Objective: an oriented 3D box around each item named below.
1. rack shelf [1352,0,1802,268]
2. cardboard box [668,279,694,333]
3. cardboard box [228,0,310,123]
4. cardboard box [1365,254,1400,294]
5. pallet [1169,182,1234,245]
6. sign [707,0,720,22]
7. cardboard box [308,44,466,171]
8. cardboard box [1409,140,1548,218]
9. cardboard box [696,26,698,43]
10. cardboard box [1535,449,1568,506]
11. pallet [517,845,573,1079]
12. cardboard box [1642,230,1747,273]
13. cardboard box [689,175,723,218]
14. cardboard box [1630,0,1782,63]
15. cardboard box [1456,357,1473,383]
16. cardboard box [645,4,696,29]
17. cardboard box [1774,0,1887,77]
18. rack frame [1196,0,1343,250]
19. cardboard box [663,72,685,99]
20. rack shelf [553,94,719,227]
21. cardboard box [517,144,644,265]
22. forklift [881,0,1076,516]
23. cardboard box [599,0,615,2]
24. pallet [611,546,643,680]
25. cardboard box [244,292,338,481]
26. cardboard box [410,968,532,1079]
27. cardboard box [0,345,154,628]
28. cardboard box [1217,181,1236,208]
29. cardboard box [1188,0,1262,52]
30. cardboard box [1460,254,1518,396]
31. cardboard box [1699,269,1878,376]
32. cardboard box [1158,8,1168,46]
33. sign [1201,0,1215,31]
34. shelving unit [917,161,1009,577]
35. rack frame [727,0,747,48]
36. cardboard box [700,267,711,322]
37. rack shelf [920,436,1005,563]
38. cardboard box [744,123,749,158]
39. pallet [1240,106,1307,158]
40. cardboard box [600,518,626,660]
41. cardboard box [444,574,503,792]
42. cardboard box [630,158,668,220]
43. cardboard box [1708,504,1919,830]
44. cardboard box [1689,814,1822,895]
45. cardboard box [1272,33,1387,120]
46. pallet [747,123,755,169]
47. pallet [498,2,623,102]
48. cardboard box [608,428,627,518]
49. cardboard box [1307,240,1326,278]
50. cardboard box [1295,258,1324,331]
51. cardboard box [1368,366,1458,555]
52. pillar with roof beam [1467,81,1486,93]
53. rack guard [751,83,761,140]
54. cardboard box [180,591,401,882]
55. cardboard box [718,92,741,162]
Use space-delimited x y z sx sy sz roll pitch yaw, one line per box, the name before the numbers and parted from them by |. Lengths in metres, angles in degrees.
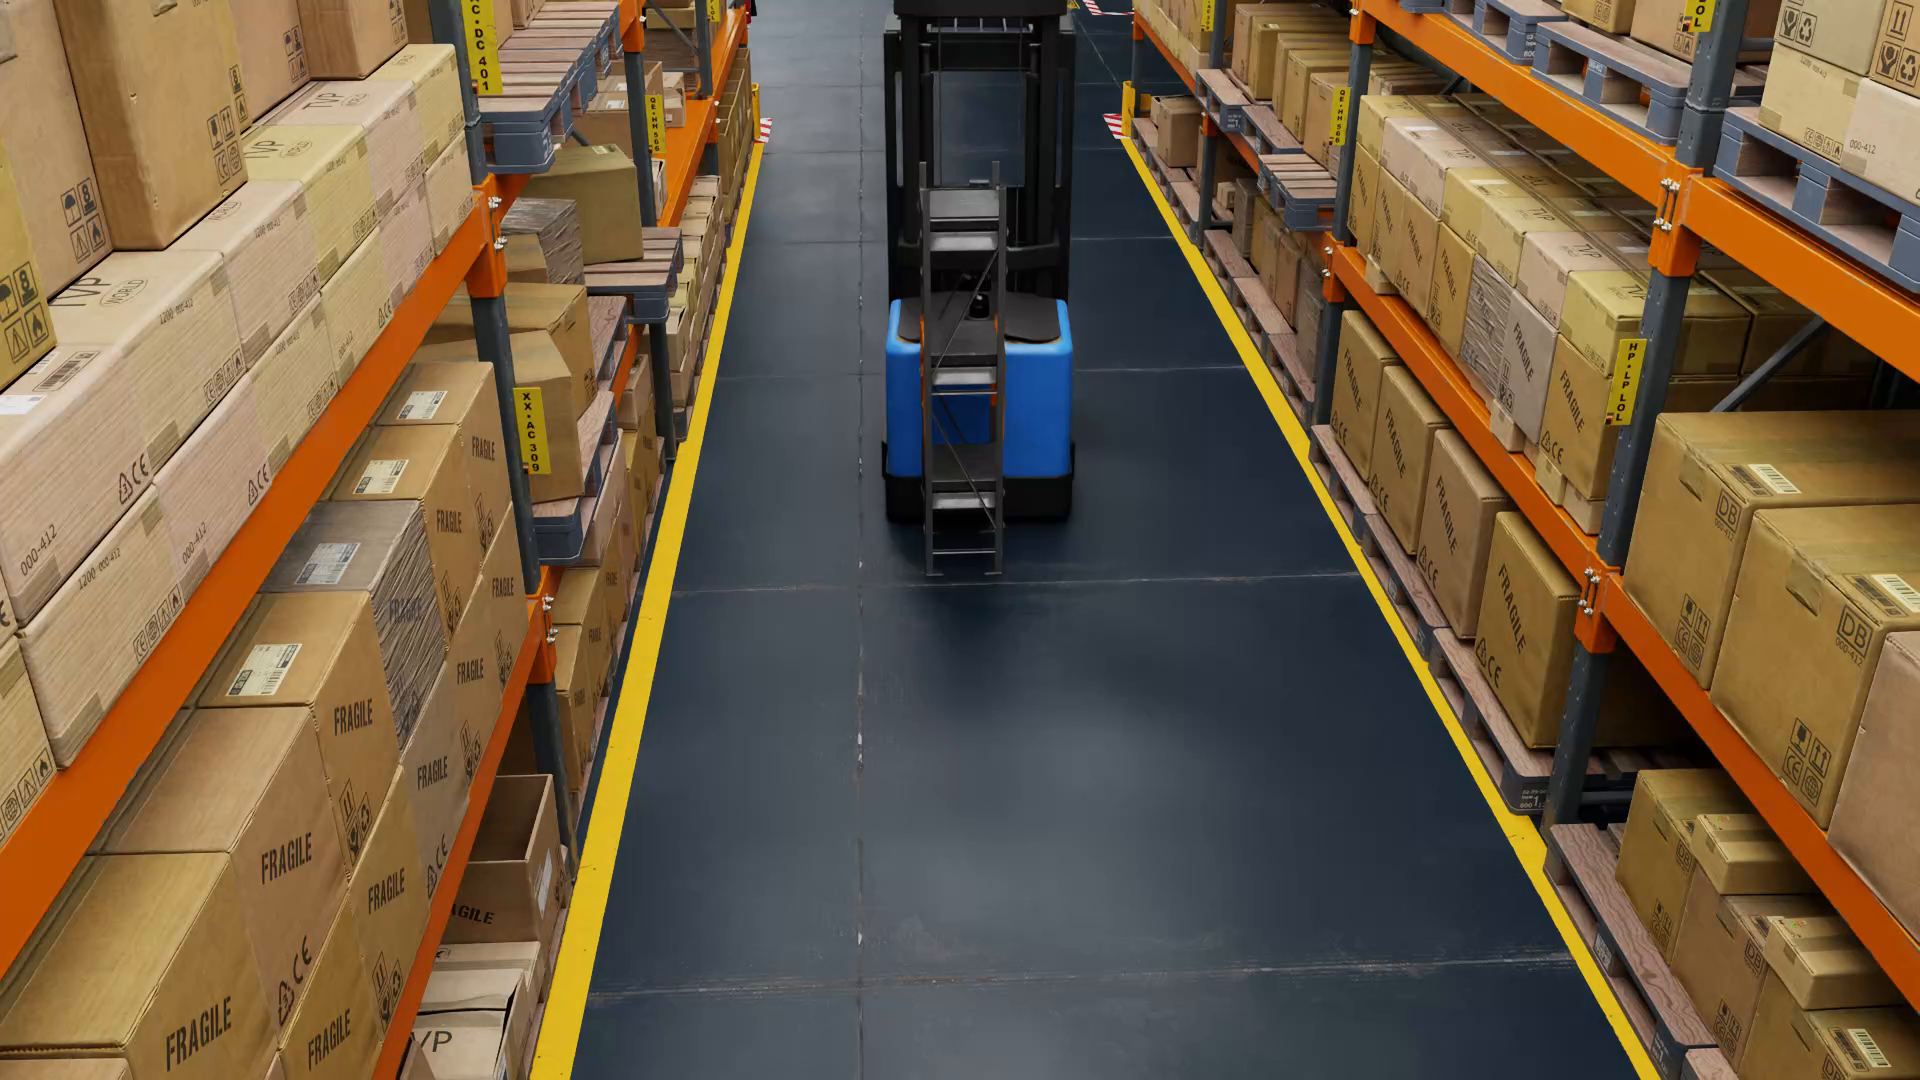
rack shelf | 2.807 -2.034 7.440 1.077 0.370 4.000 -1 28 -3
cardboard box | -2.015 -1.532 10.856 0.500 0.311 0.500 -2 28 -4
cardboard box | -2.088 -1.337 4.137 0.700 0.500 0.500 -1 28 -3
cardboard box | 2.422 -1.445 9.026 0.380 0.149 0.250 -1 28 -1
pallet | 2.423 -2.866 14.518 1.003 0.211 1.213 -1 28 -3
sign | -1.912 -4.168 12.831 0.100 0.325 0.005 -1 28 -3
cardboard box | -1.739 -1.245 4.771 0.500 0.250 0.500 -1 28 -3
cardboard box | 2.527 -1.769 8.136 0.500 0.250 0.500 -1 28 -2
cardboard box | -2.517 -4.165 13.883 0.700 0.500 0.500 -2 28 -3
cardboard box | 2.574 -0.262 6.758 0.380 0.149 0.250 -1 28 -2
pallet | -2.001 1.576 6.000 1.003 0.211 1.213 -1 28 -3
cardboard box | 3.113 -1.077 6.808 0.500 0.250 0.500 -1 28 -2
cardboard box | -2.146 -2.708 13.111 0.500 0.311 0.500 -1 28 -3
cardboard box | 2.975 -2.077 6.162 0.700 0.500 0.500 -3 28 -5
cardboard box | 2.586 -0.856 7.899 0.380 0.149 0.250 -1 28 -1
cardboard box | -2.274 -4.133 13.121 0.380 0.149 0.250 -1 28 -3
cardboard box | 2.668 -1.589 4.599 0.500 0.500 0.500 -2 28 -3
rack frame | 2.493 -3.793 13.280 1.000 3.000 0.127 -1 28 -3
cardboard box | -2.384 -3.379 12.648 0.500 0.250 0.500 0 28 1
rack shelf | -2.349 -2.430 11.443 1.077 0.370 4.000 -1 28 -3
cardboard box | -2.099 -1.767 8.833 0.700 0.500 0.500 -11 29 -20
forklift | 0.112 -2.071 10.052 1.130 2.935 3.031 0 28 0
cardboard box | -2.162 -2.763 7.952 0.910 0.500 0.500 -1 28 -3
pallet | -2.183 0.319 8.410 1.003 0.211 1.213 -1 28 -3
cardboard box | -1.673 -0.330 3.558 0.500 0.250 0.500 -1 28 -3
cardboard box | -1.684 1.622 5.328 0.500 0.311 0.500 -1 28 -3
cardboard box | -1.613 -0.090 2.557 0.500 0.250 0.500 -1 28 -3
cardboard box | 2.435 -2.979 14.305 0.380 0.166 0.250 -5 28 -9
cardboard box | 2.160 -4.279 13.541 0.500 0.500 0.500 -1 28 -3
cardboard box | 2.581 -0.959 7.393 0.500 0.500 0.500 -1 28 -3
cardboard box | 3.147 -0.835 6.346 0.500 0.250 0.500 -1 28 -1
cardboard box | 2.079 -4.642 15.047 0.500 0.250 0.500 -1 28 -2
sign | 1.952 -4.161 13.048 0.100 0.325 0.005 -1 28 -3
shelving unit | 0.009 -0.855 8.618 0.431 2.100 0.503 -1 28 -3
rack frame | -2.662 -5.519 16.589 1.000 3.000 0.127 -1 28 -3
cardboard box | -2.065 -1.750 11.880 0.500 0.250 0.500 -1 28 -2
rack shelf | 0.009 -0.222 8.948 0.431 0.518 0.480 -1 28 -3
cardboard box | -2.273 -3.784 15.782 0.500 0.250 0.500 -1 28 -3
pallet | 2.558 -2.774 11.533 1.003 0.211 1.213 -1 28 -3
cardboard box | -1.875 0.229 7.794 0.500 0.500 0.500 -1 28 -2
cardboard box | -1.725 0.441 5.053 0.500 0.500 0.500 -1 28 -1
cardboard box | -2.098 -2.203 10.327 0.500 0.311 0.500 -2 28 -3
cardboard box | 2.956 0.356 4.999 0.980 0.700 0.700 -2 28 -4
cardboard box | 2.683 1.046 5.548 0.380 0.149 0.250 0 28 -1
cardboard box | 2.573 -3.235 11.626 0.700 0.500 0.500 2 28 4
pallet | -2.581 -3.931 16.558 1.003 0.211 1.213 -1 28 -3
pallet | -2.057 -2.006 6.812 1.213 0.211 1.003 -1 28 -3
cardboard box | -1.897 -0.320 8.036 0.500 0.250 0.500 -2 28 -4
cardboard box | 2.645 -1.961 11.184 0.500 0.250 0.500 -1 28 -2
cardboard box | 2.702 -1.605 11.311 0.700 0.500 0.500 -1 28 -3
cardboard box | 2.649 -0.432 8.705 0.750 0.750 0.750 -2 28 -3
pillar with roof beam | -0.801 -5.123 9.342 9.100 9.000 0.400 -1 28 -3
rack guard | -2.664 -4.422 17.188 1.175 0.500 0.348 -1 28 -3
cardboard box | -1.670 0.464 3.928 0.500 0.500 0.500 -2 28 -3
cardboard box | -2.217 -3.655 14.723 0.500 0.500 0.500 -1 28 -3
